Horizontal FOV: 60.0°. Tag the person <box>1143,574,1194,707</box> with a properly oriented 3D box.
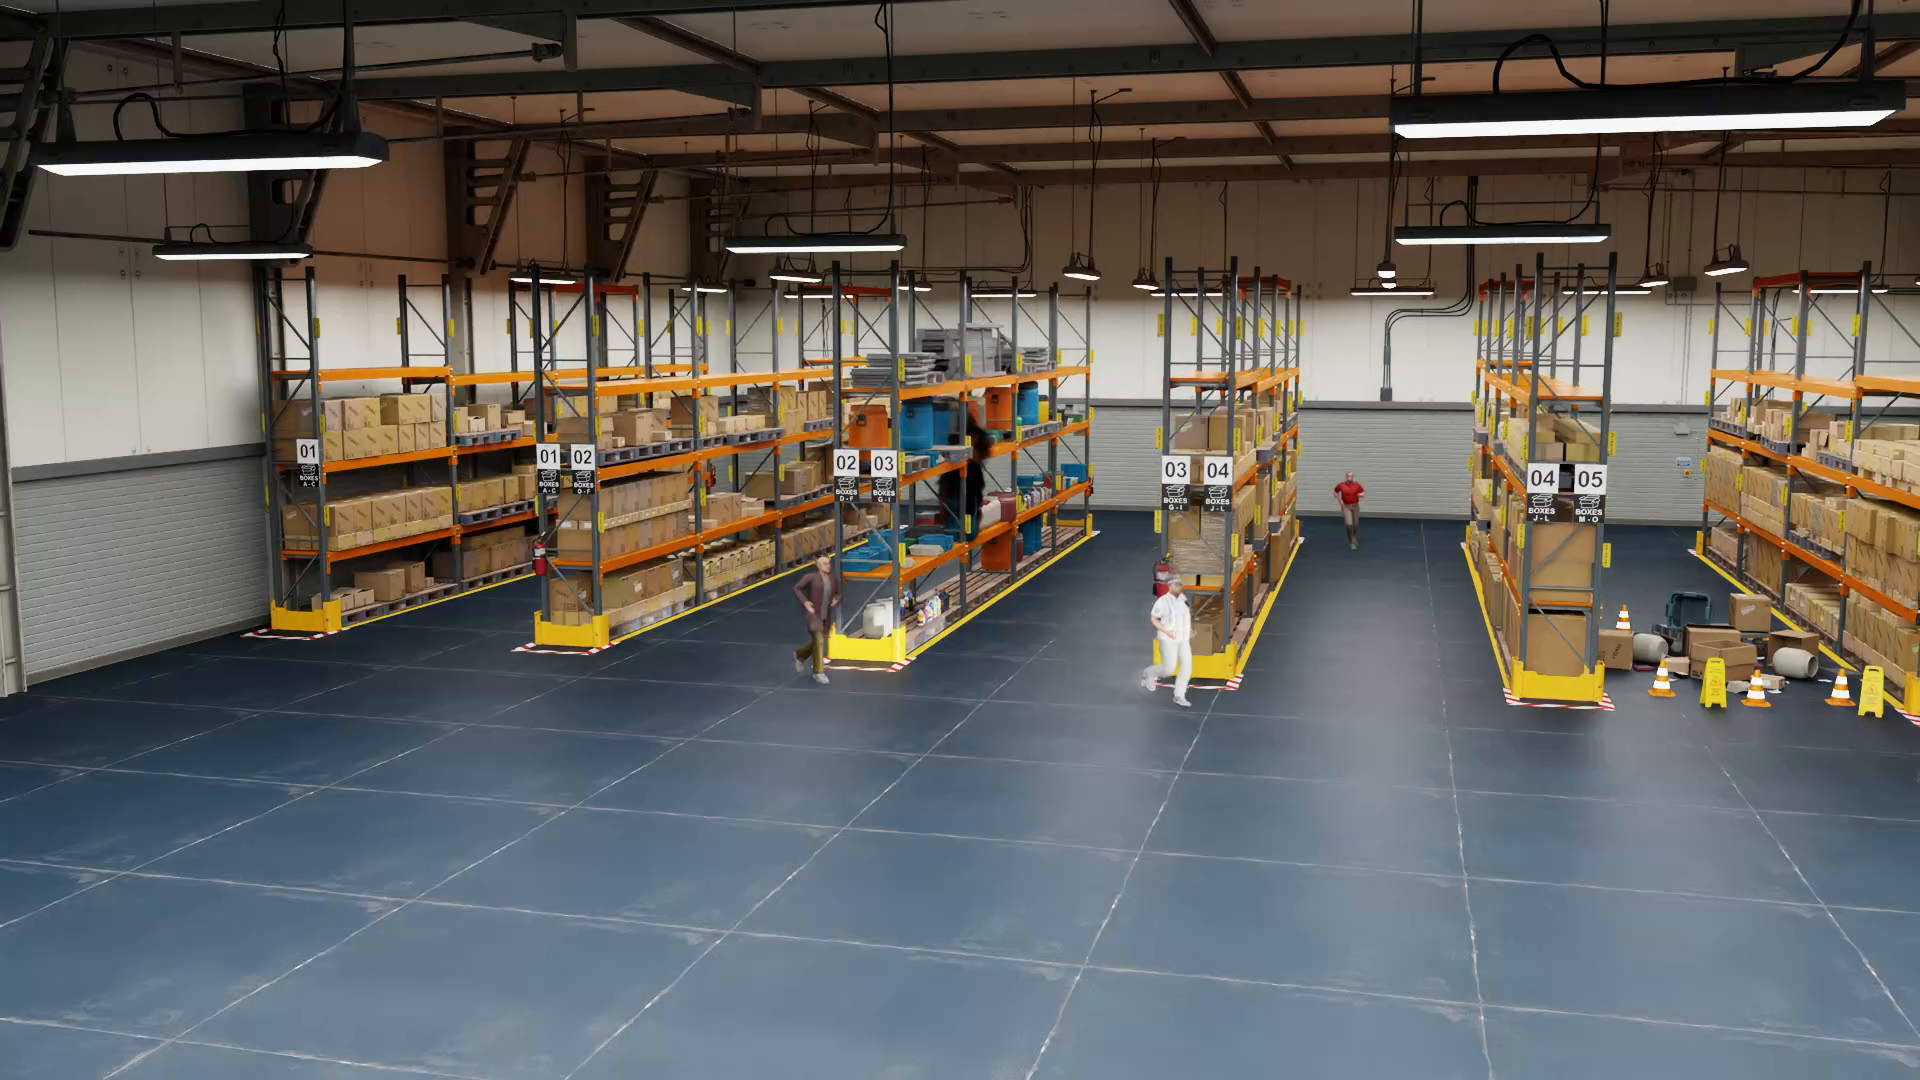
[{"bbox_3d":[2.851,1.308,22.358,0.680,1.742,0.830,-5,9,-35],"label":"person"}]

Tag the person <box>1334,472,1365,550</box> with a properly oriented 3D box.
[{"bbox_3d":[8.940,-0.675,38.171,0.660,1.796,0.787,0,7,-3],"label":"person"}]

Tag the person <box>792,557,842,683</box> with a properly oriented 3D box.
[{"bbox_3d":[-2.031,1.118,23.995,0.748,1.770,0.944,-6,9,-38],"label":"person"}]
